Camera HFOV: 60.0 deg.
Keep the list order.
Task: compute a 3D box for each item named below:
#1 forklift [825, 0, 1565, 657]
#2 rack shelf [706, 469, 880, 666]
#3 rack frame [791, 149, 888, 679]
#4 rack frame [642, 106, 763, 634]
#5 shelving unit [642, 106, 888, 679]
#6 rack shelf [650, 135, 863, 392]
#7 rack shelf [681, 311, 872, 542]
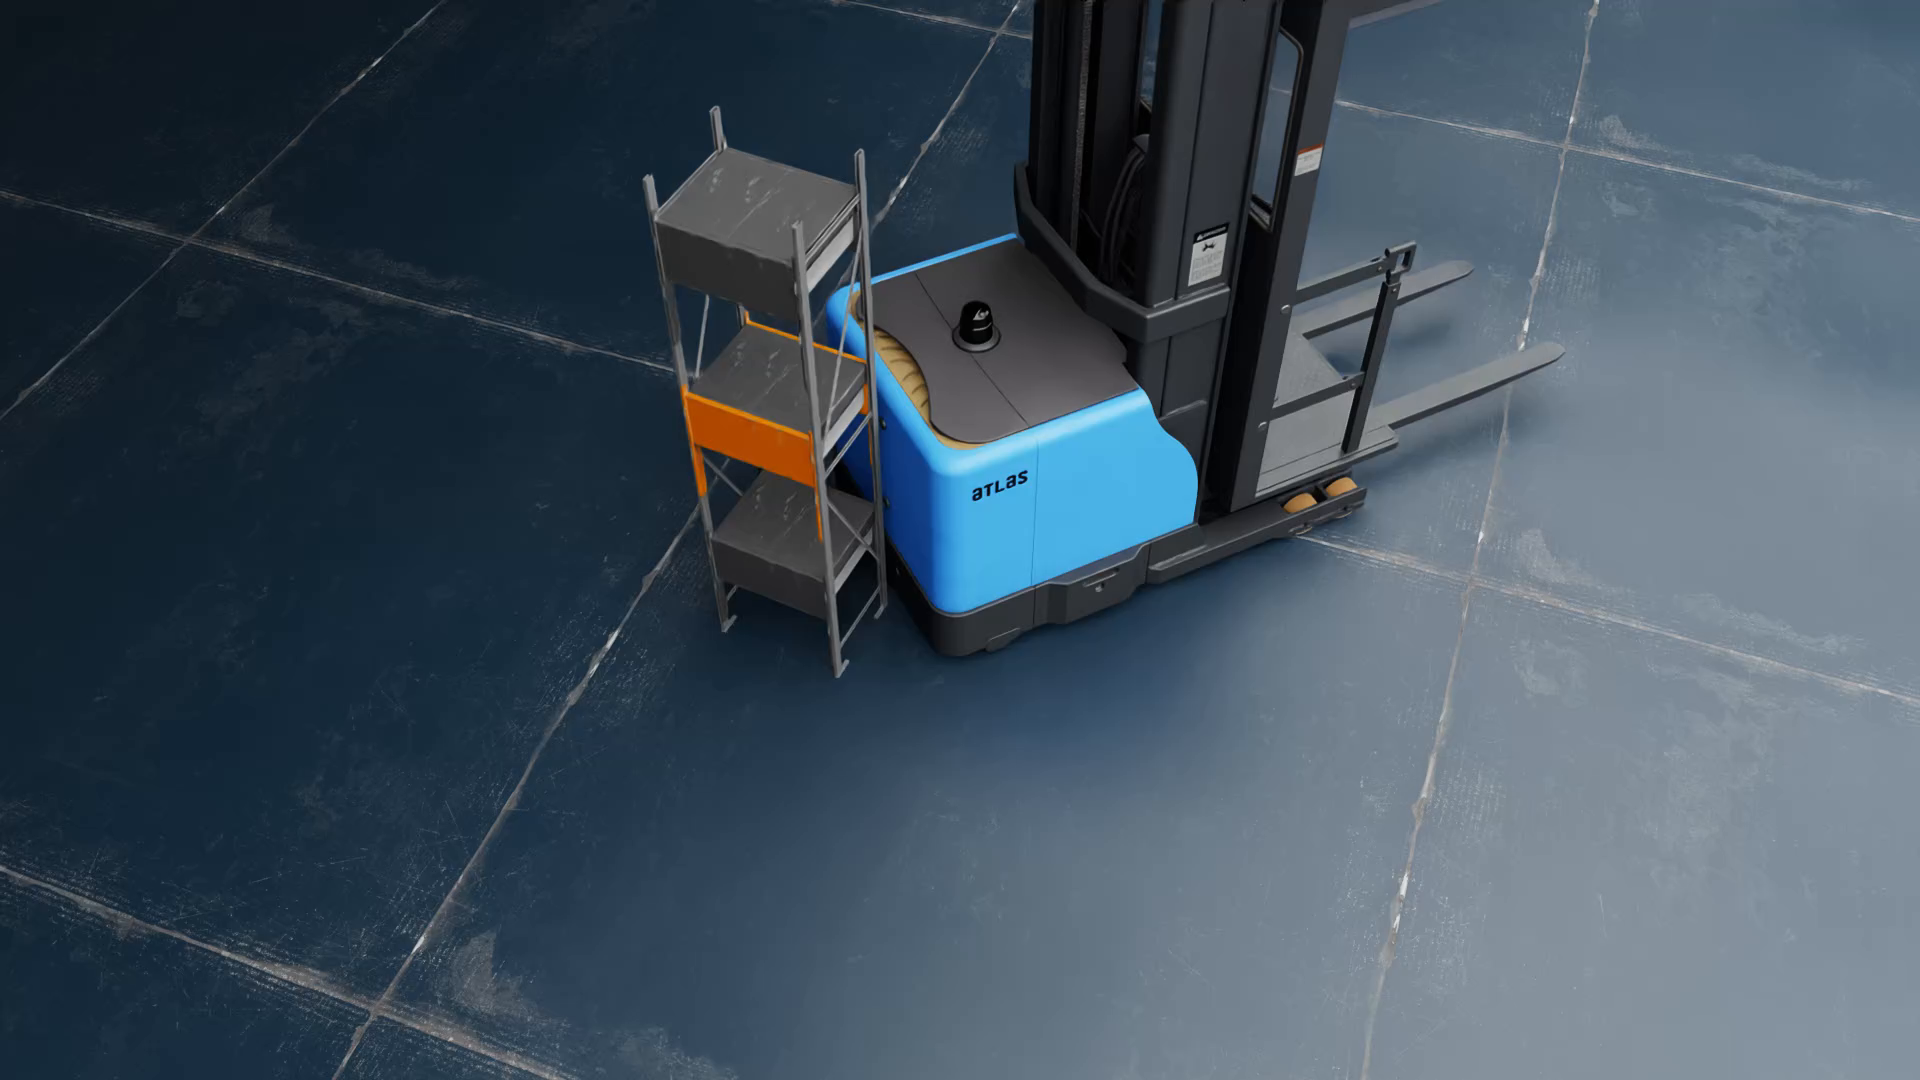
[{"bbox_3d":[1.053,-1.321,5.822,3.031,2.935,1.130,-21,52,-17],"label":"forklift"},{"bbox_3d":[-0.591,0.078,6.104,0.480,0.518,0.431,20,52,17],"label":"rack shelf"},{"bbox_3d":[-0.371,-0.309,5.495,0.015,2.100,0.400,20,52,17],"label":"rack frame"},{"bbox_3d":[-0.810,-0.470,5.635,0.015,2.100,0.400,20,52,17],"label":"rack frame"},{"bbox_3d":[-0.591,-0.390,5.565,0.503,2.100,0.431,20,52,17],"label":"shelving unit"},{"bbox_3d":[-0.591,-0.839,5.046,0.480,0.518,0.431,20,52,17],"label":"rack shelf"},{"bbox_3d":[-0.591,-0.381,5.575,0.480,0.518,0.431,20,52,17],"label":"rack shelf"}]
